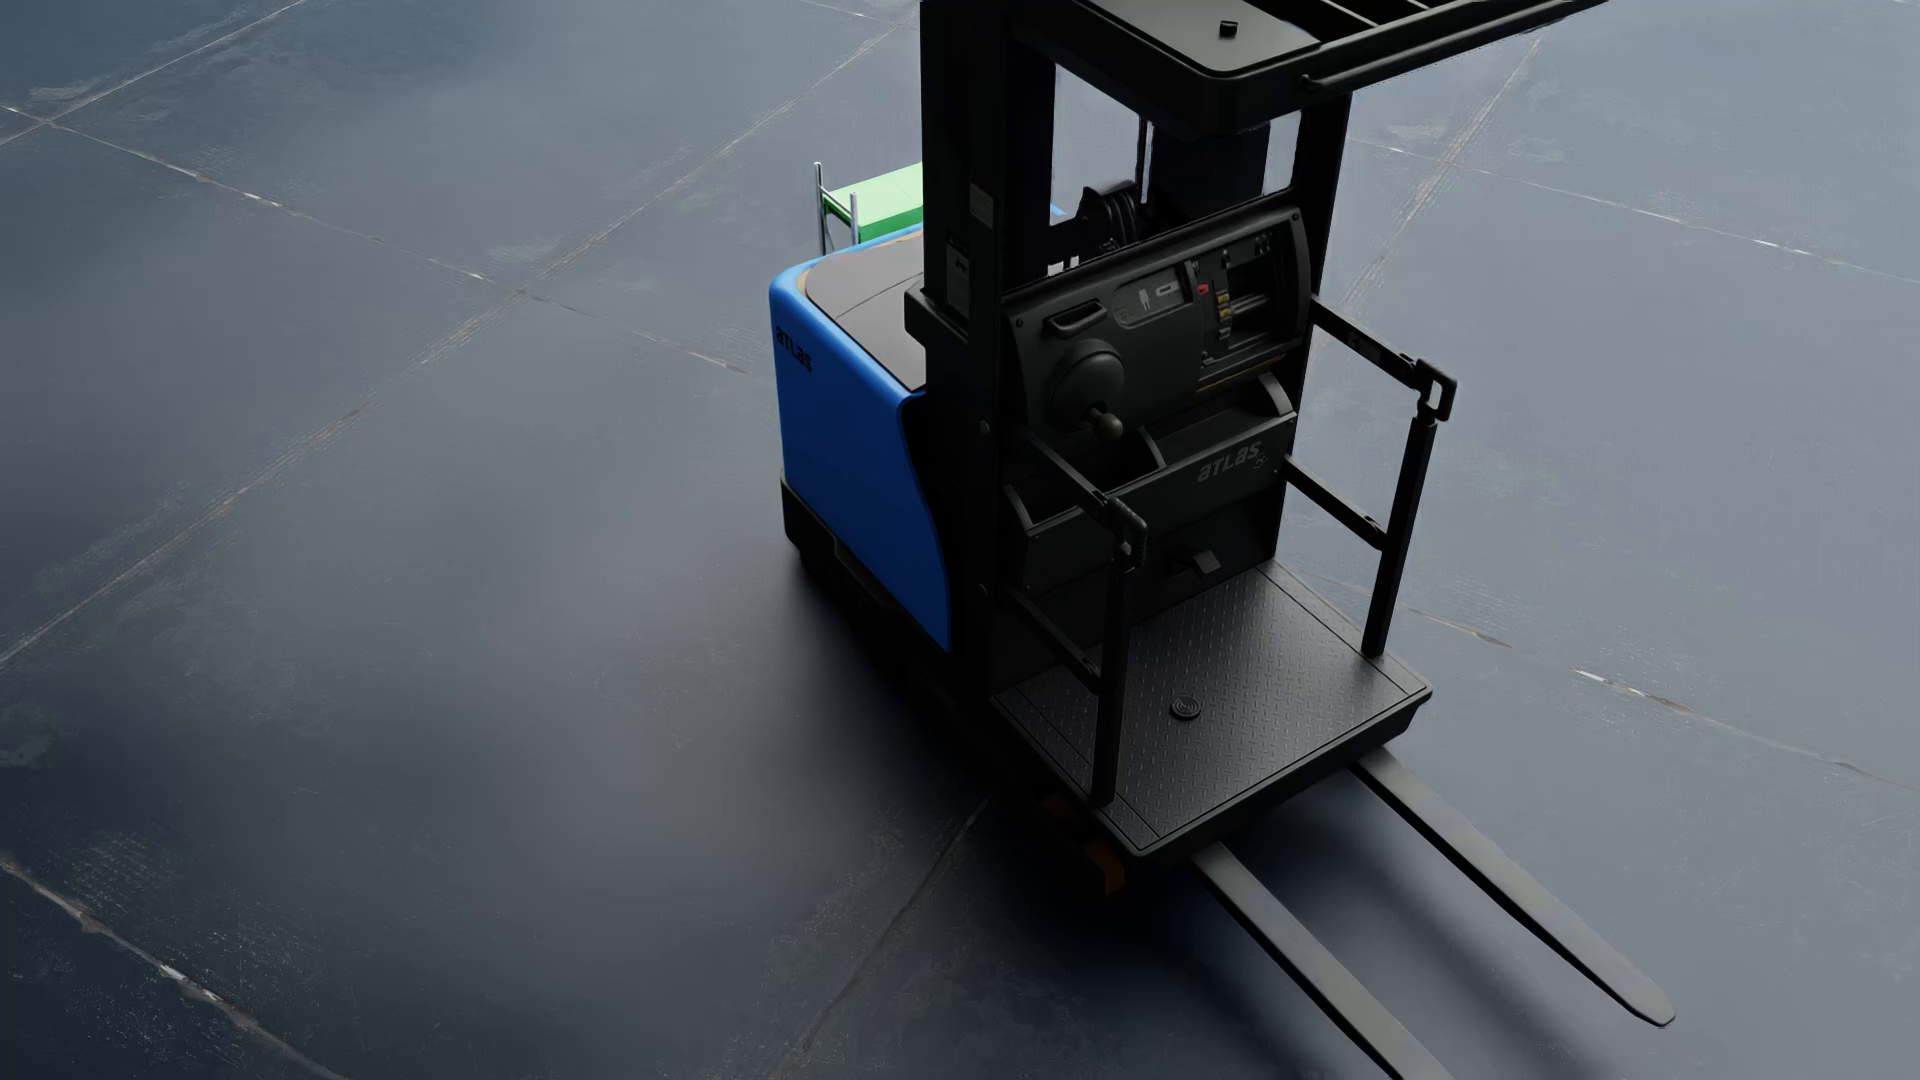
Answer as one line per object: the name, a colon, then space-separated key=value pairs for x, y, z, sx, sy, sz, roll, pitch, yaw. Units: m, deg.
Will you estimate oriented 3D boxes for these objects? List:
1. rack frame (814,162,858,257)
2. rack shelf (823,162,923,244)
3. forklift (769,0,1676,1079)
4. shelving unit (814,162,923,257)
rack frame: x=-0.392 y=-0.687 z=5.622 sx=0.015 sy=1.200 sz=0.240 roll=-24 pitch=47 yaw=-25
rack shelf: x=-0.190 y=-1.089 z=5.449 sx=0.480 sy=0.148 sz=0.258 roll=-24 pitch=47 yaw=-25
forklift: x=0.640 y=-0.471 z=4.067 sx=1.130 sy=2.935 sz=3.031 roll=-24 pitch=47 yaw=-25
shelving unit: x=-0.190 y=-0.777 z=5.724 sx=0.503 sy=1.200 sz=0.258 roll=-24 pitch=47 yaw=-25
